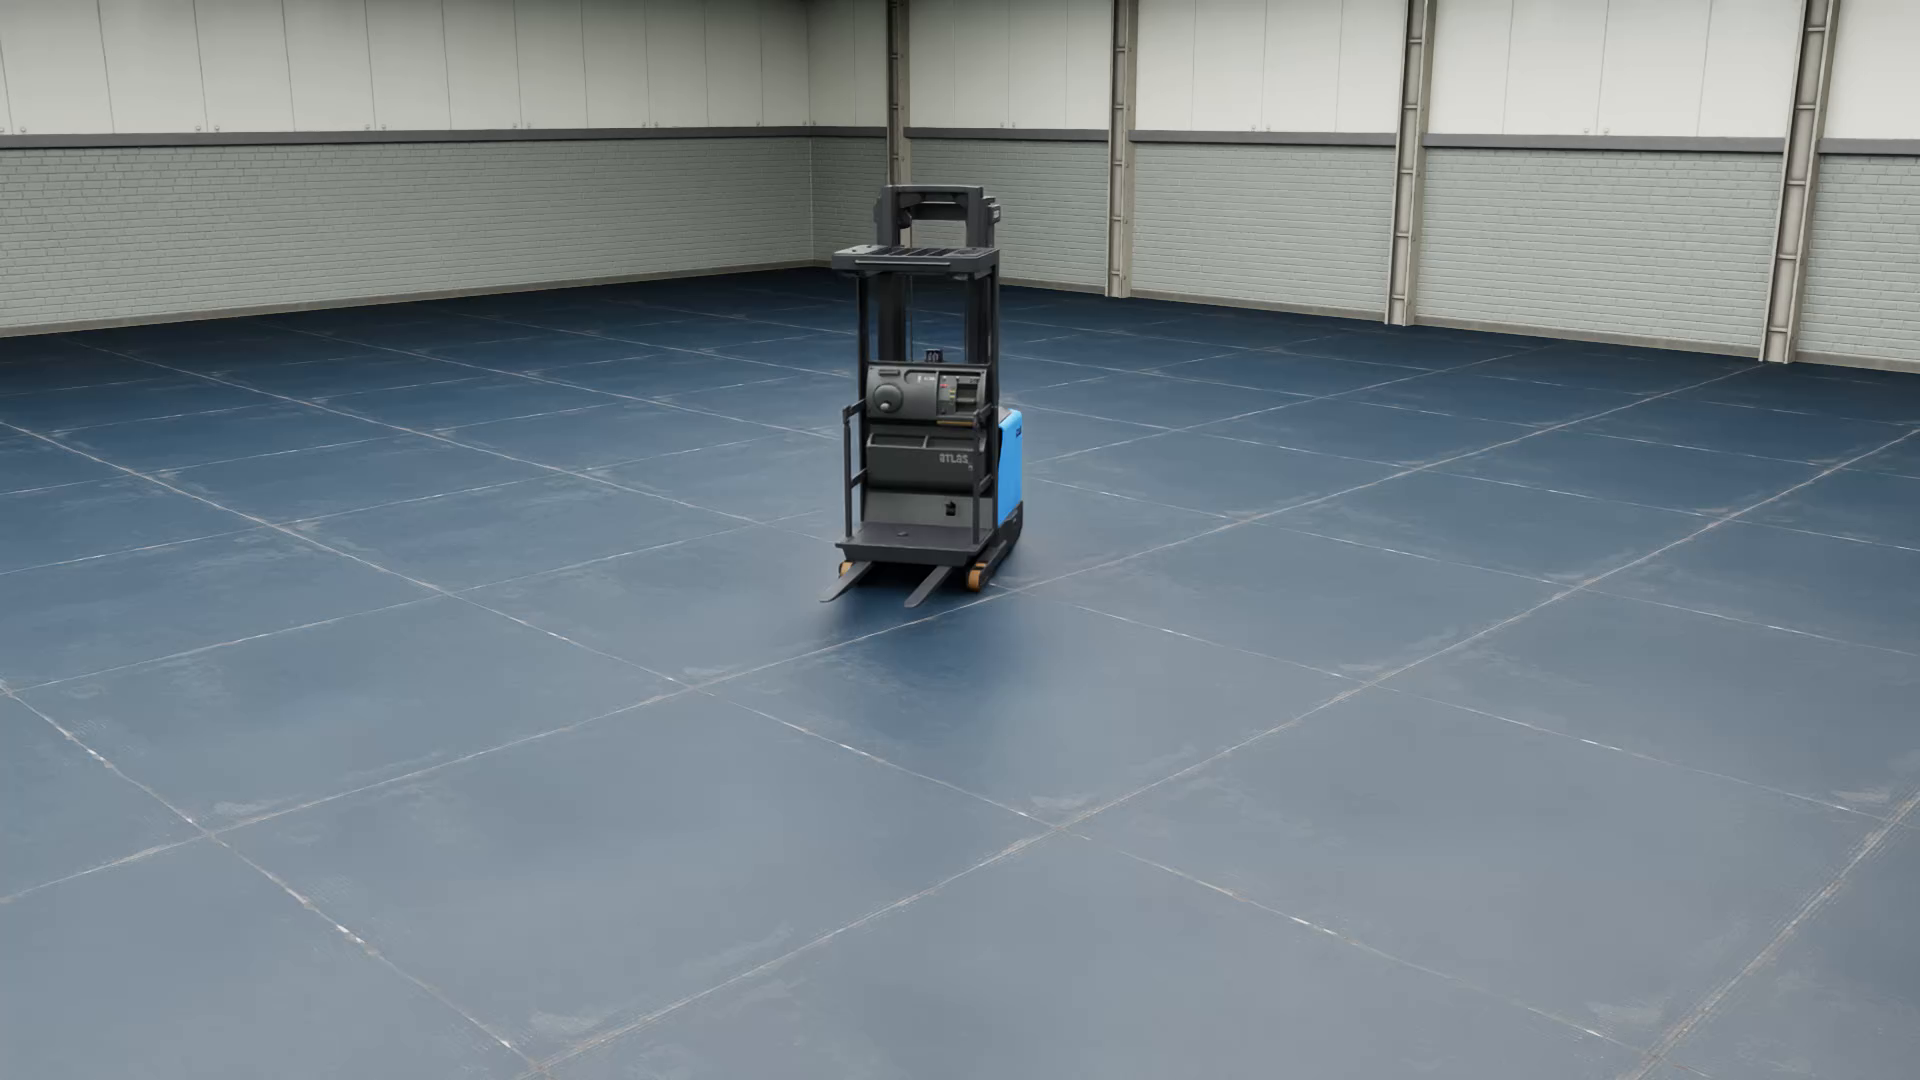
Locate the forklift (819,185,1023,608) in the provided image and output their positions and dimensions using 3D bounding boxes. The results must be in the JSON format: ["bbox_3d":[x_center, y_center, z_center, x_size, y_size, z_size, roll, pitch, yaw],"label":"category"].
[{"bbox_3d":[-0.302,-1.137,12.483,1.130,2.935,3.031,3,15,13],"label":"forklift"}]

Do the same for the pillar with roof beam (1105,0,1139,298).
[{"bbox_3d":[0.034,-8.230,27.670,0.400,9.000,9.100,14,20,42],"label":"pillar with roof beam"}]

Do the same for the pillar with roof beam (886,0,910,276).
[{"bbox_3d":[-4.285,-9.280,31.700,0.400,9.000,9.100,14,20,42],"label":"pillar with roof beam"}]

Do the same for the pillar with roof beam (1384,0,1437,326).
[{"bbox_3d":[4.354,-7.180,23.640,0.400,9.000,9.100,14,20,42],"label":"pillar with roof beam"}]

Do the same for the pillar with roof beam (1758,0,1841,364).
[{"bbox_3d":[8.673,-6.130,19.610,0.400,9.000,9.100,14,20,42],"label":"pillar with roof beam"}]
